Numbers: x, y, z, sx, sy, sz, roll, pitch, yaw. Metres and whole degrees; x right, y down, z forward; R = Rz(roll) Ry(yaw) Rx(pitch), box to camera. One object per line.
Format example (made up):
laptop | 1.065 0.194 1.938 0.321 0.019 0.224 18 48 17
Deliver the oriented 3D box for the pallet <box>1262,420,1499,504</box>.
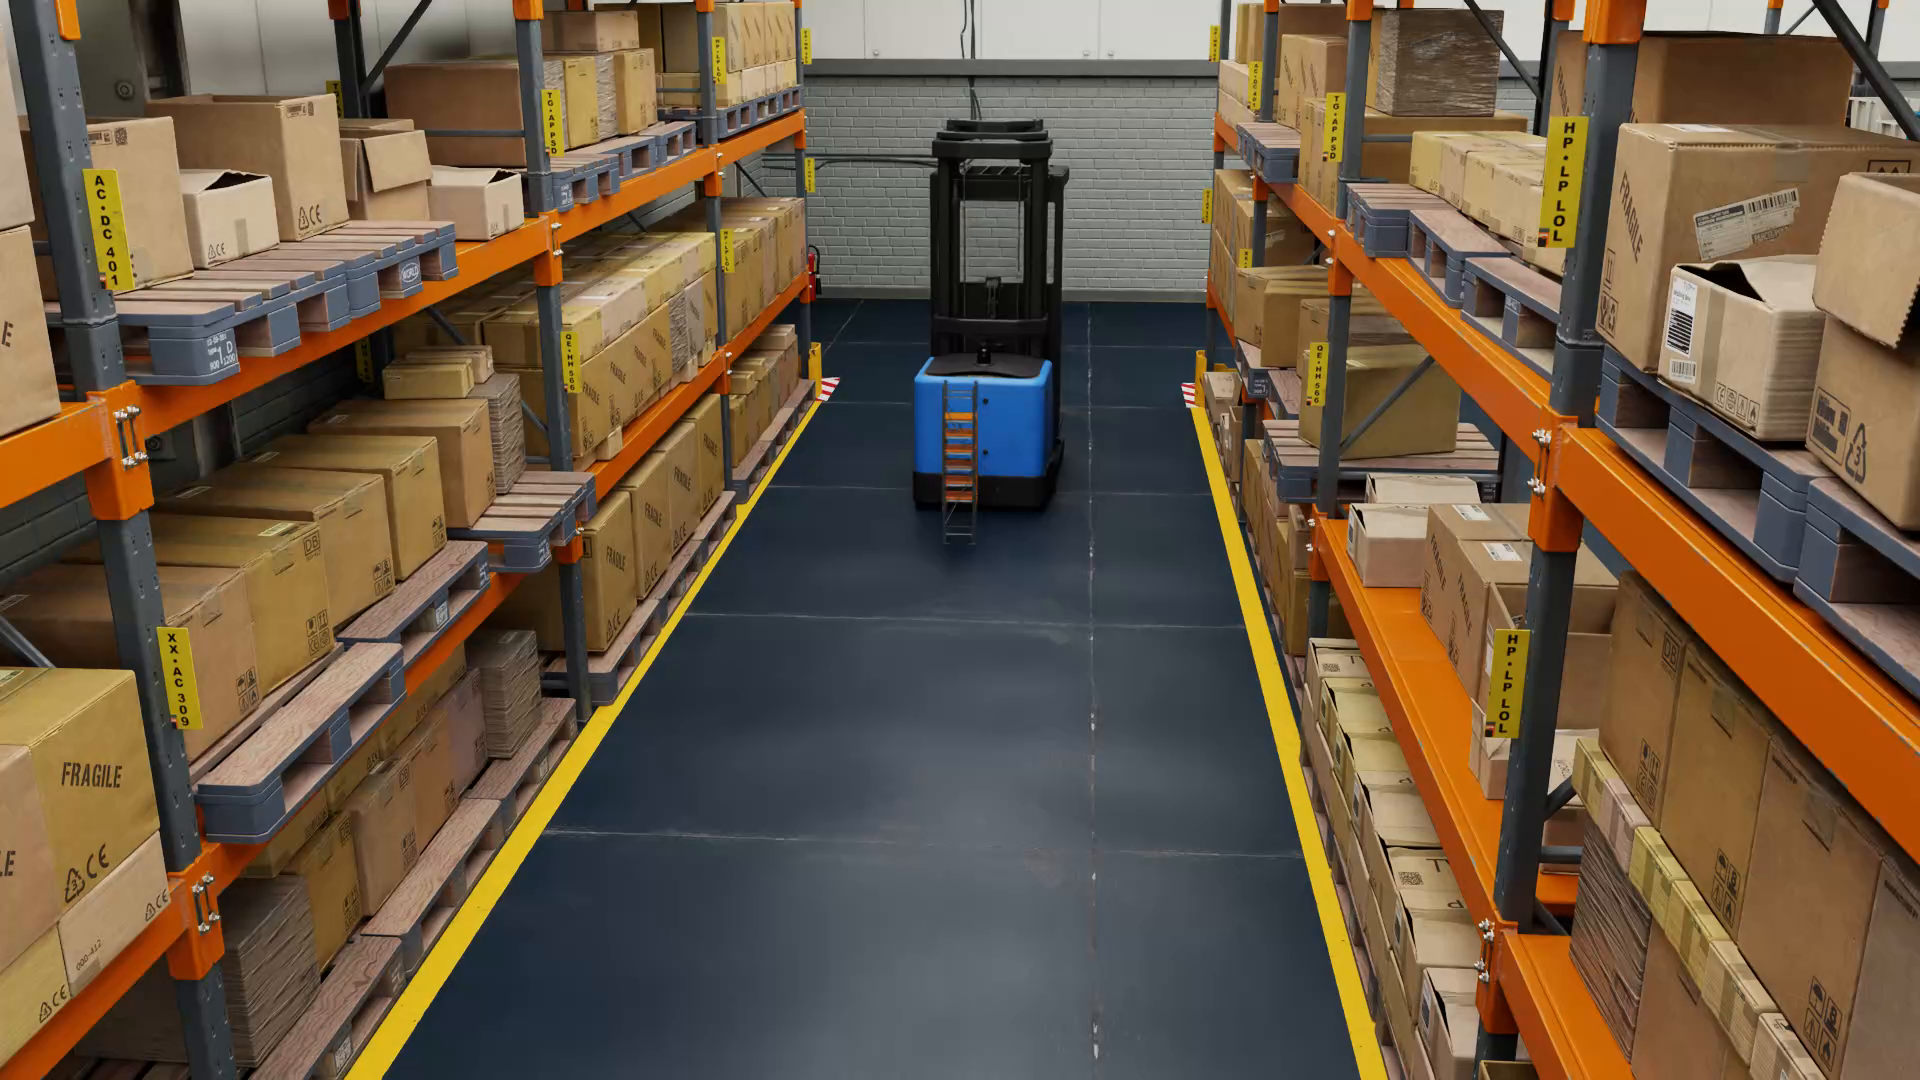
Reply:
pallet | 2.338 -0.438 9.252 1.213 0.211 1.003 1 18 4

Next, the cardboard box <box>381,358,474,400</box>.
cardboard box | -2.585 -0.784 8.088 0.380 0.149 0.250 -2 18 -5

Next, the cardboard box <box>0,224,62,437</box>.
cardboard box | -2.658 -0.504 4.134 0.500 0.500 0.500 2 18 5

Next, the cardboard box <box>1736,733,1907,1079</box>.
cardboard box | 1.976 0.711 3.191 0.700 0.500 0.500 1 18 4

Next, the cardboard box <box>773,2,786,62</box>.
cardboard box | -1.835 -4.481 14.664 0.500 0.500 0.500 2 18 6

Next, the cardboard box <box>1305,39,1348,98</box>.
cardboard box | 2.444 -2.711 10.066 0.600 0.600 0.600 1 18 2

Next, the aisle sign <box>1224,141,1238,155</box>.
aisle sign | 2.645 -4.065 15.837 0.394 0.787 0.004 1 18 4

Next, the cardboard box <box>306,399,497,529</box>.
cardboard box | -2.619 -0.363 7.847 0.700 0.500 0.500 0 18 -1

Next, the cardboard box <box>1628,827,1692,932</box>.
cardboard box | 1.826 0.806 3.942 0.380 0.149 0.250 1 18 2

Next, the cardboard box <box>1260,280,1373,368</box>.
cardboard box | 2.403 -1.450 11.195 0.700 0.500 0.500 4 19 13

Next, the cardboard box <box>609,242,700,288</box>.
cardboard box | -2.120 -1.915 11.574 0.500 0.250 0.500 2 18 5

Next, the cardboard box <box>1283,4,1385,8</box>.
cardboard box | 2.820 -3.812 12.655 0.700 0.500 0.500 1 18 4

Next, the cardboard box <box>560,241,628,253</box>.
cardboard box | -2.619 -1.924 11.604 0.500 0.250 0.500 1 18 5

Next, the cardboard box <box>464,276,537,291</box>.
cardboard box | -2.727 -1.448 10.151 0.500 0.250 0.500 1 18 3

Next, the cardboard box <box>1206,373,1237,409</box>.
cardboard box | 2.575 -1.387 15.547 0.500 0.250 0.500 1 18 4

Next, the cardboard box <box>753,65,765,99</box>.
cardboard box | -1.902 -3.797 13.781 0.500 0.250 0.500 1 18 2

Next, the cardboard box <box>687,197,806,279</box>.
cardboard box | -2.035 -2.895 15.961 0.980 0.700 0.700 2 18 6

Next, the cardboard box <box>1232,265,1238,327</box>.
cardboard box | 2.462 -1.928 13.330 0.500 0.500 0.500 2 18 5

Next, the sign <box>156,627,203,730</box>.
sign | -2.327 0.414 4.953 0.100 0.325 0.005 1 18 4

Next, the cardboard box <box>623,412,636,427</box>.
cardboard box | -2.263 -0.814 10.462 0.380 0.149 0.250 2 18 5

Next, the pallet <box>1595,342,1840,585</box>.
pallet | 2.037 -0.193 3.520 1.003 0.211 1.213 1 18 4

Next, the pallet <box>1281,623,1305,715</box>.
pallet | 2.451 0.777 9.714 1.003 0.211 1.213 1 18 4

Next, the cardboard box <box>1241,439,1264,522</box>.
cardboard box | 2.368 -0.436 12.245 0.500 0.500 0.500 0 18 1

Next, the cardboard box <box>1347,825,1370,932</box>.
cardboard box | 1.925 1.423 7.005 0.500 0.250 0.500 2 18 5

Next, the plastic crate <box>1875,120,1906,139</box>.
plastic crate | 7.298 -3.152 12.830 0.293 0.136 0.466 1 18 4

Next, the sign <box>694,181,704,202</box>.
sign | -2.561 -3.375 16.388 0.100 0.325 0.005 1 18 4

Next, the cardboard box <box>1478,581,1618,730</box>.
cardboard box | 2.182 0.476 5.994 0.500 0.500 0.500 3 18 8

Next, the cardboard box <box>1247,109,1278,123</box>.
cardboard box | 2.416 -3.071 12.401 0.500 0.250 0.500 1 18 4

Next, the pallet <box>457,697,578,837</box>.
pallet | -2.639 1.141 8.602 1.003 0.211 1.213 1 18 4

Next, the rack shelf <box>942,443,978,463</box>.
rack shelf | -0.001 -0.637 12.199 0.258 0.103 0.180 1 18 4

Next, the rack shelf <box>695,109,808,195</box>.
rack shelf | -2.152 -3.374 14.241 1.077 0.370 4.000 1 18 4

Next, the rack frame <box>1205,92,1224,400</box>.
rack frame | 2.933 -2.802 16.157 1.000 3.000 0.127 1 18 4

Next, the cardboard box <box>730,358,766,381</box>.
cardboard box | -1.895 -1.484 14.432 0.380 0.149 0.250 1 18 2

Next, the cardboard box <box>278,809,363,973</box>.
cardboard box | -2.845 1.404 6.630 0.700 0.500 0.500 1 18 3

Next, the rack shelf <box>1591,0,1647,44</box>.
rack shelf | 1.929 -0.773 2.128 1.077 0.370 4.000 1 18 4

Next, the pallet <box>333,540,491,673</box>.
pallet | -2.683 0.280 7.059 1.003 0.211 1.213 1 18 4

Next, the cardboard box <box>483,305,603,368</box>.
cardboard box | -2.290 -1.126 9.167 0.500 0.250 0.500 2 18 5

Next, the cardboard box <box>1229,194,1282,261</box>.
cardboard box | 2.495 -2.561 13.655 0.500 0.500 0.500 1 18 4

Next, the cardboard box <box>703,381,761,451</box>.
cardboard box | -2.100 -1.067 14.202 0.700 0.500 0.500 1 18 3

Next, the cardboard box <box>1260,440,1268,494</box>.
cardboard box | 2.297 -0.482 11.180 0.500 0.250 0.500 1 18 4

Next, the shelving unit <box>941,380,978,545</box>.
shelving unit | -0.001 -0.566 12.222 0.258 1.200 0.189 1 18 4

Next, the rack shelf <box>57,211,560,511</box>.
rack shelf | -2.725 -0.889 6.658 1.077 0.370 4.000 1 18 4

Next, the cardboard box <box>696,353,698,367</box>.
cardboard box | -2.095 -1.290 11.913 0.380 0.149 0.250 2 18 6

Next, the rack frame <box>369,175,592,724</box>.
rack frame | -2.582 -0.427 8.909 1.000 3.000 0.127 1 18 4

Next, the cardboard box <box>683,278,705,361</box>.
cardboard box | -2.103 -1.560 11.696 0.500 0.500 0.500 1 18 4

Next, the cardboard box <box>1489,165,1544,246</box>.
cardboard box | 2.271 -1.221 6.082 0.500 0.250 0.500 0 18 -1

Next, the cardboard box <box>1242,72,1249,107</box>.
cardboard box | 2.449 -3.464 12.798 0.500 0.250 0.500 1 18 4

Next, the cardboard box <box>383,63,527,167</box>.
cardboard box | -2.605 -2.258 8.812 0.700 0.500 0.500 0 18 0

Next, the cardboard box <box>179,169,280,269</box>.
cardboard box | -2.705 -1.126 5.695 0.500 0.311 0.500 2 18 6

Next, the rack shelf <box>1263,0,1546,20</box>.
rack shelf | 2.503 -3.258 9.710 1.077 0.370 4.000 1 18 4

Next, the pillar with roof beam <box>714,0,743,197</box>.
pillar with roof beam | 1.616 -6.524 17.882 9.100 9.000 0.400 1 18 4

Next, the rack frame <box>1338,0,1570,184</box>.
rack frame | 2.359 -3.168 7.640 1.000 3.000 0.127 1 18 4

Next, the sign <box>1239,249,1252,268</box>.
sign | 2.104 -1.981 12.261 0.100 0.325 0.005 1 18 4

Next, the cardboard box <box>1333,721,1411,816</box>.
cardboard box | 1.961 1.001 7.392 0.500 0.311 0.500 1 18 2

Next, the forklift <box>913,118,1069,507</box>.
forklift | 0.330 -2.068 14.027 1.130 2.935 3.031 2 18 7

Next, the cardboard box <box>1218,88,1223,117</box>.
cardboard box | 2.642 -4.002 15.244 0.500 0.250 0.500 1 18 4

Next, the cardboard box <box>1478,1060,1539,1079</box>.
cardboard box | 1.727 1.813 4.611 0.500 0.500 0.500 1 18 4

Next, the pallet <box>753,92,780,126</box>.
pallet | -2.136 -3.684 14.175 1.003 0.211 1.213 1 18 4
